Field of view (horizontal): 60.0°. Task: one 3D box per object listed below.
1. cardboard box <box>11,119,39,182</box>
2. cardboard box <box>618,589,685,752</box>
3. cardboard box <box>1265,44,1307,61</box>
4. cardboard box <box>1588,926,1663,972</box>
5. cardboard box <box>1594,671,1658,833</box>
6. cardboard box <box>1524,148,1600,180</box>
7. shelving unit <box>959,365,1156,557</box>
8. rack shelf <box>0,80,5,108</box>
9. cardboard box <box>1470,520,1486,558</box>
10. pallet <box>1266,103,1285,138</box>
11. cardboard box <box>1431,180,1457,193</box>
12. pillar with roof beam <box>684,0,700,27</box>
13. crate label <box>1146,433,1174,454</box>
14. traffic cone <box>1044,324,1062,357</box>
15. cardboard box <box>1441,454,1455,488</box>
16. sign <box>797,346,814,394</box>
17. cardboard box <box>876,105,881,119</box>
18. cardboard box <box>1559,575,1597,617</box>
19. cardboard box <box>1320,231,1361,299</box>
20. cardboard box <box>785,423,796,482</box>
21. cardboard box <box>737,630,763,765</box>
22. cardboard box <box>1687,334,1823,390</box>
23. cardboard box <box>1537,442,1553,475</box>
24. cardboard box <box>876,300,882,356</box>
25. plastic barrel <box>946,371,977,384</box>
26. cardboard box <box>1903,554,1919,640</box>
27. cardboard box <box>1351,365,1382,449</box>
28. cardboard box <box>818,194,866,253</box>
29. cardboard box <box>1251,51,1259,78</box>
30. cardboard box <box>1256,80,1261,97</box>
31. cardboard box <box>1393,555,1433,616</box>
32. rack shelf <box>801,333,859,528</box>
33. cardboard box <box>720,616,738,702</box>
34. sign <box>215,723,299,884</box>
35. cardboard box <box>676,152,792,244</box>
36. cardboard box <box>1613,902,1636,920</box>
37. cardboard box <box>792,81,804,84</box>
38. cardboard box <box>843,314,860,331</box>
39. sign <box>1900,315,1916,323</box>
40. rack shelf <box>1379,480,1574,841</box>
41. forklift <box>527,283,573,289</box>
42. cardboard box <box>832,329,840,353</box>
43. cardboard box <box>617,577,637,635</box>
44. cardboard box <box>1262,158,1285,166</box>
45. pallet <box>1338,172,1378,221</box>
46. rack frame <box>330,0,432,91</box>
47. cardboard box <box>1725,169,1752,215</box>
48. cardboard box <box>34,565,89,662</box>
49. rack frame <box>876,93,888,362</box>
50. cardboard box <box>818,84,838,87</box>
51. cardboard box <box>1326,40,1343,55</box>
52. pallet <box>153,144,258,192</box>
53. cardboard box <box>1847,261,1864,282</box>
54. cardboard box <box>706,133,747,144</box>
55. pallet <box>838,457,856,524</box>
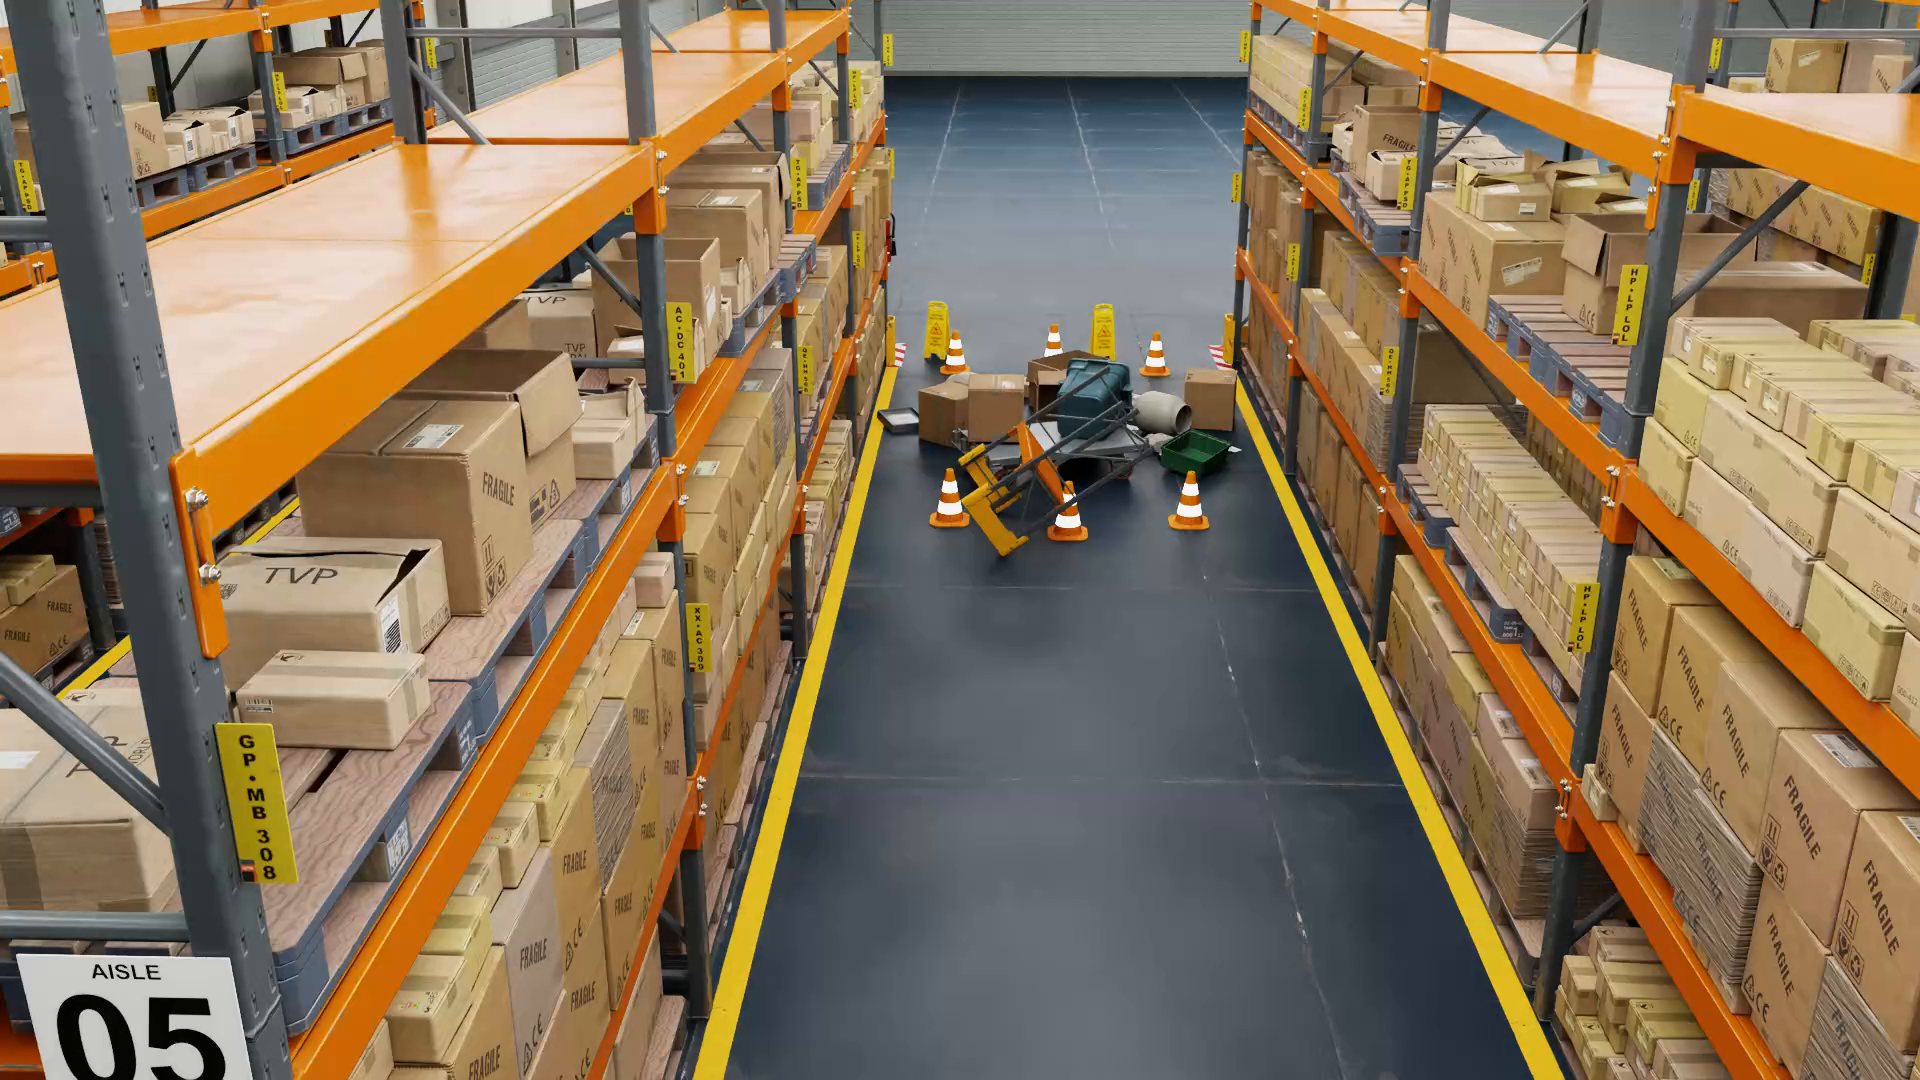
[{"bbox_3d":[-6.268,-2.582,11.328,0.500,0.500,0.500,1,21,2],"label":"cardboard box"},{"bbox_3d":[-1.432,0.525,6.803,0.500,0.500,0.500,0,21,1],"label":"cardboard box"},{"bbox_3d":[3.262,-4.868,16.601,0.380,0.149,0.250,0,21,1],"label":"cardboard box"},{"bbox_3d":[3.039,1.860,7.420,0.380,0.149,0.250,1,21,4],"label":"cardboard box"},{"bbox_3d":[2.990,0.873,6.877,0.500,0.500,0.500,0,21,1],"label":"cardboard box"},{"bbox_3d":[3.626,-2.217,10.047,0.396,0.266,0.258,1,21,2],"label":"cardboard box"},{"bbox_3d":[0.783,-0.681,13.714,1.500,0.587,1.083,-33,19,11],"label":"shelving unit"},{"bbox_3d":[-6.595,-2.188,8.568,1.077,0.370,4.000,1,21,2],"label":"rack shelf"},{"bbox_3d":[3.125,-0.004,9.453,0.380,0.149,0.250,1,21,2],"label":"cardboard box"},{"bbox_3d":[3.575,-4.104,16.228,1.003,0.211,1.213,1,21,2],"label":"pallet"},{"bbox_3d":[3.177,-2.315,11.101,0.380,0.166,0.250,1,21,2],"label":"cardboard box"},{"bbox_3d":[-2.179,-14.714,39.303,9.100,9.000,0.400,1,21,2],"label":"pillar with roof beam"},{"bbox_3d":[1.919,-0.936,16.044,0.298,0.136,0.250,-16,26,-35],"label":"crate label"},{"bbox_3d":[1.067,-2.233,18.939,0.336,0.463,0.334,1,21,2],"label":"traffic cone"},{"bbox_3d":[3.152,-0.415,10.100,0.380,0.149,0.250,0,21,0],"label":"cardboard box"},{"bbox_3d":[-1.017,-1.117,10.955,0.100,0.325,0.005,1,21,2],"label":"sign"},{"bbox_3d":[-1.035,-4.534,17.561,0.380,0.149,0.250,1,21,2],"label":"cardboard box"},{"bbox_3d":[3.081,0.281,7.895,0.380,0.149,0.250,0,21,0],"label":"cardboard box"},{"bbox_3d":[3.491,-2.344,14.196,0.700,0.500,0.500,0,21,1],"label":"cardboard box"},{"bbox_3d":[-1.333,-0.568,10.655,0.500,0.250,0.500,1,21,1],"label":"cardboard box"},{"bbox_3d":[-1.708,0.784,10.013,0.875,0.875,0.875,1,21,2],"label":"cardboard box"},{"bbox_3d":[2.964,-0.665,6.208,0.380,0.149,0.250,0,21,-1],"label":"cardboard box"},{"bbox_3d":[3.812,-0.502,10.324,0.380,0.149,0.250,1,21,4],"label":"cardboard box"},{"bbox_3d":[-1.105,-2.257,17.677,0.500,0.500,0.500,1,21,4],"label":"cardboard box"},{"bbox_3d":[0.122,-1.510,17.130,0.512,0.421,0.421,18,27,38],"label":"plastic barrel"},{"bbox_3d":[2.928,0.227,4.460,0.500,0.250,0.500,1,21,2],"label":"cardboard box"},{"bbox_3d":[3.140,-0.957,12.005,0.500,0.500,0.500,1,21,2],"label":"cardboard box"},{"bbox_3d":[-1.220,-2.837,15.055,0.700,0.500,0.500,0,21,1],"label":"cardboard box"},{"bbox_3d":[3.351,-4.995,17.480,0.500,0.250,0.500,1,21,2],"label":"cardboard box"},{"bbox_3d":[3.276,-4.678,17.213,0.380,0.149,0.250,1,21,2],"label":"cardboard box"},{"bbox_3d":[3.116,0.302,10.736,0.500,0.250,0.500,0,21,-1],"label":"cardboard box"},{"bbox_3d":[-1.511,-0.970,13.171,1.077,0.370,4.000,1,21,2],"label":"rack shelf"},{"bbox_3d":[-1.402,0.590,8.361,0.500,0.250,0.500,0,21,0],"label":"cardboard box"},{"bbox_3d":[-1.261,0.475,2.986,0.100,0.325,0.005,1,21,2],"label":"sign"},{"bbox_3d":[-1.433,-2.087,10.184,0.797,0.503,0.637,-1,21,-2],"label":"cardboard box"},{"bbox_3d":[3.544,1.587,8.461,0.500,0.500,0.500,1,21,4],"label":"cardboard box"},{"bbox_3d":[-1.687,-4.269,15.775,0.380,0.149,0.250,1,21,2],"label":"cardboard box"},{"bbox_3d":[-1.120,-2.022,15.234,0.380,0.149,0.250,1,21,1],"label":"cardboard box"},{"bbox_3d":[3.800,-0.755,6.759,0.100,0.325,0.005,1,21,2],"label":"sign"},{"bbox_3d":[3.318,0.494,9.397,1.077,0.370,4.000,1,21,2],"label":"rack shelf"},{"bbox_3d":[-3.179,-0.655,11.458,1.130,2.935,3.031,1,21,2],"label":"forklift"},{"bbox_3d":[-1.192,-1.637,13.663,0.380,0.149,0.250,1,21,2],"label":"cardboard box"},{"bbox_3d":[-1.502,0.258,6.595,0.380,0.149,0.250,1,21,3],"label":"cardboard box"},{"bbox_3d":[3.647,-3.697,17.503,0.875,0.550,0.550,1,21,2],"label":"cardboard box"},{"bbox_3d":[3.376,-2.513,12.266,1.003,0.211,1.213,2,21,4],"label":"pallet"},{"bbox_3d":[-6.290,-6.325,17.684,1.000,3.000,0.127,1,21,2],"label":"rack frame"},{"bbox_3d":[8.265,-3.641,17.127,0.500,0.500,0.500,1,21,2],"label":"cardboard box"},{"bbox_3d":[-6.332,0.489,11.290,0.500,0.500,0.500,1,21,3],"label":"cardboard box"},{"bbox_3d":[-1.329,-3.475,18.632,1.000,3.000,0.127,1,21,2],"label":"rack frame"},{"bbox_3d":[-1.127,-4.167,15.513,0.380,0.149,0.250,0,21,0],"label":"cardboard box"},{"bbox_3d":[3.934,-5.044,17.055,0.380,0.149,0.250,1,21,3],"label":"cardboard box"},{"bbox_3d":[-6.426,-3.072,13.711,0.805,0.209,1.217,0,21,-1],"label":"pallet"},{"bbox_3d":[8.530,-2.267,14.969,0.875,0.500,0.500,1,21,2],"label":"cardboard box"},{"bbox_3d":[-1.877,-2.981,12.837,0.500,0.250,0.500,0,21,1],"label":"cardboard box"},{"bbox_3d":[-1.473,-0.447,14.683,1.003,0.211,1.213,1,21,2],"label":"pallet"}]
